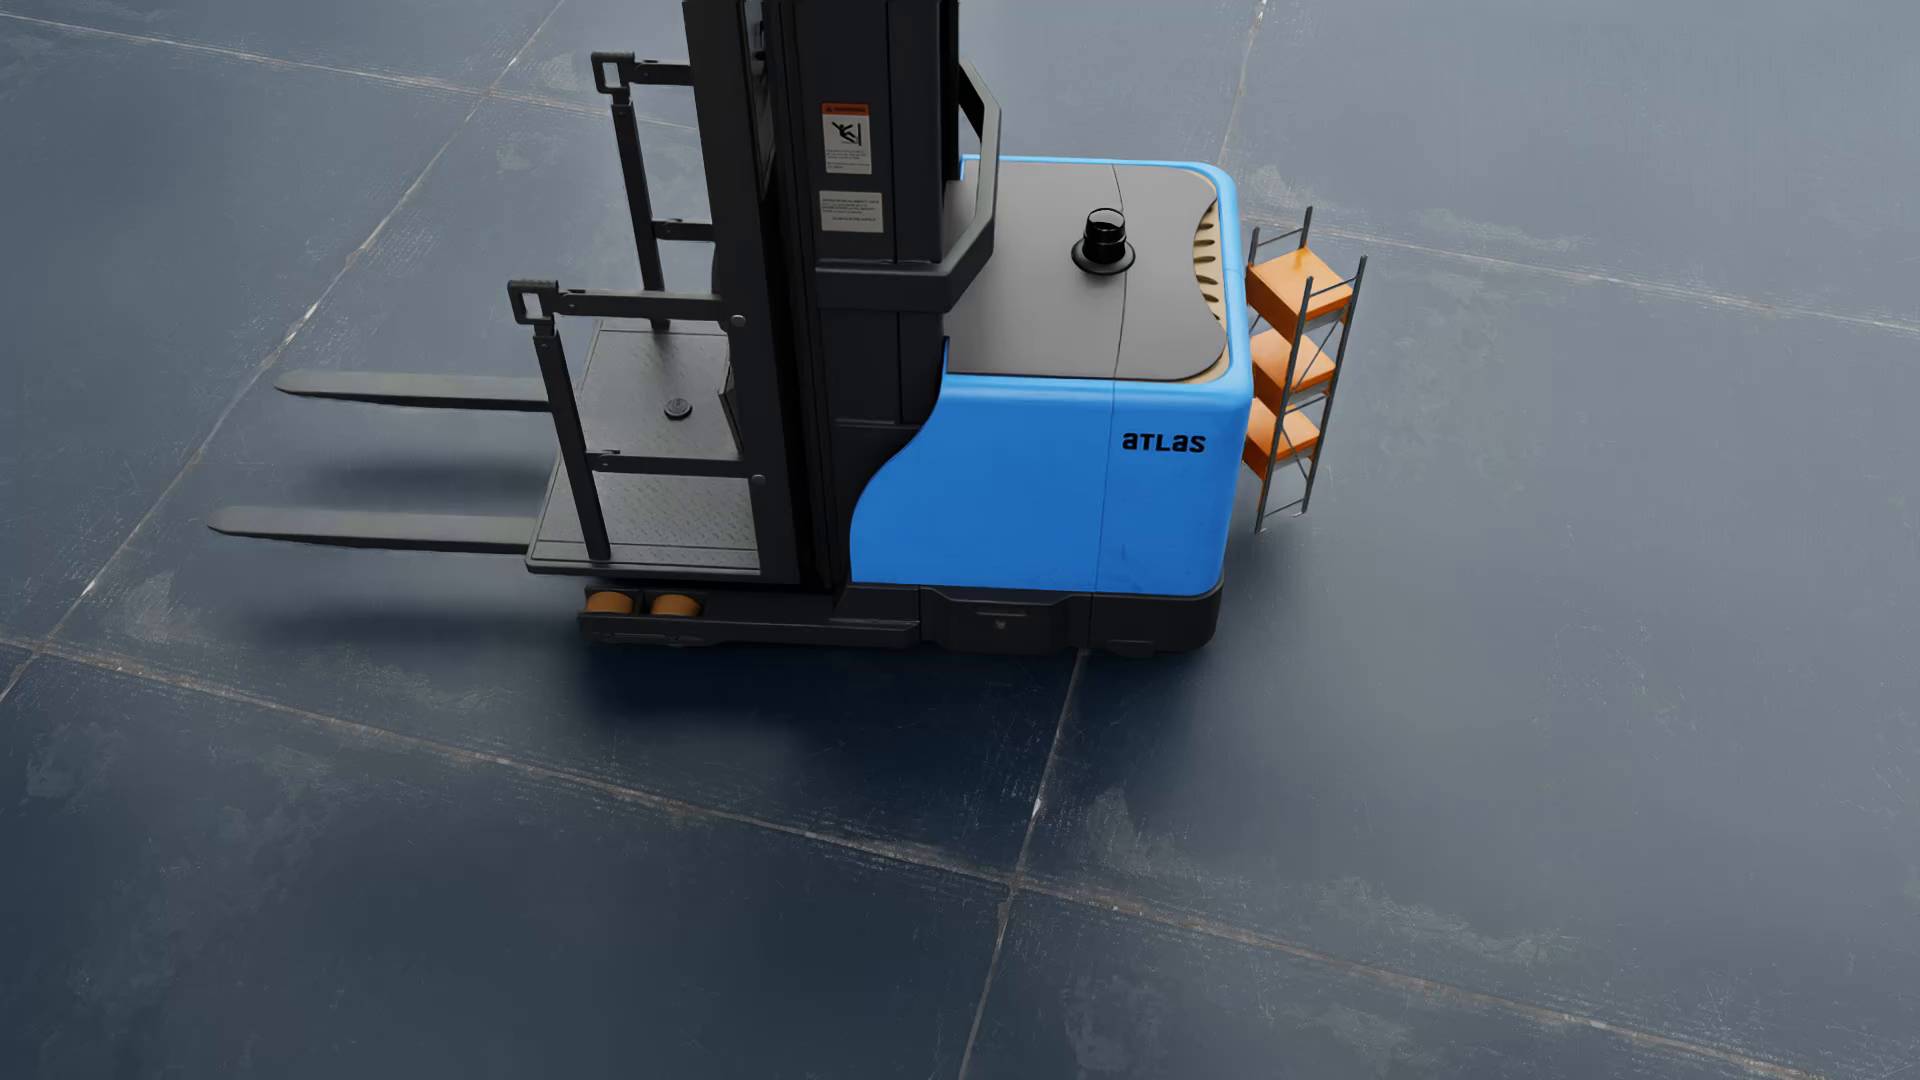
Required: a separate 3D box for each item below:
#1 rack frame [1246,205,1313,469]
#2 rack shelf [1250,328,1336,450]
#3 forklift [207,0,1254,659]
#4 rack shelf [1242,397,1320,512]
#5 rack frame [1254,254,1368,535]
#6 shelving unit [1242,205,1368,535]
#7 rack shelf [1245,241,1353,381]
[{"bbox_3d":[0.903,-0.558,5.039,0.200,1.050,0.008,-23,53,-19],"label":"rack frame"},{"bbox_3d":[0.962,-0.471,4.978,0.215,0.259,0.240,-23,53,-19],"label":"rack shelf"},{"bbox_3d":[-0.731,-1.048,4.220,3.031,2.935,1.130,2,49,2],"label":"forklift"},{"bbox_3d":[0.961,-0.289,5.188,0.215,0.259,0.240,-23,53,-19],"label":"rack shelf"},{"bbox_3d":[1.022,-0.397,4.900,0.200,1.050,0.008,-23,53,-19],"label":"rack frame"},{"bbox_3d":[0.962,-0.478,4.970,0.215,1.050,0.252,-23,53,-19],"label":"shelving unit"},{"bbox_3d":[0.963,-0.657,4.763,0.215,0.259,0.240,-23,53,-19],"label":"rack shelf"}]
